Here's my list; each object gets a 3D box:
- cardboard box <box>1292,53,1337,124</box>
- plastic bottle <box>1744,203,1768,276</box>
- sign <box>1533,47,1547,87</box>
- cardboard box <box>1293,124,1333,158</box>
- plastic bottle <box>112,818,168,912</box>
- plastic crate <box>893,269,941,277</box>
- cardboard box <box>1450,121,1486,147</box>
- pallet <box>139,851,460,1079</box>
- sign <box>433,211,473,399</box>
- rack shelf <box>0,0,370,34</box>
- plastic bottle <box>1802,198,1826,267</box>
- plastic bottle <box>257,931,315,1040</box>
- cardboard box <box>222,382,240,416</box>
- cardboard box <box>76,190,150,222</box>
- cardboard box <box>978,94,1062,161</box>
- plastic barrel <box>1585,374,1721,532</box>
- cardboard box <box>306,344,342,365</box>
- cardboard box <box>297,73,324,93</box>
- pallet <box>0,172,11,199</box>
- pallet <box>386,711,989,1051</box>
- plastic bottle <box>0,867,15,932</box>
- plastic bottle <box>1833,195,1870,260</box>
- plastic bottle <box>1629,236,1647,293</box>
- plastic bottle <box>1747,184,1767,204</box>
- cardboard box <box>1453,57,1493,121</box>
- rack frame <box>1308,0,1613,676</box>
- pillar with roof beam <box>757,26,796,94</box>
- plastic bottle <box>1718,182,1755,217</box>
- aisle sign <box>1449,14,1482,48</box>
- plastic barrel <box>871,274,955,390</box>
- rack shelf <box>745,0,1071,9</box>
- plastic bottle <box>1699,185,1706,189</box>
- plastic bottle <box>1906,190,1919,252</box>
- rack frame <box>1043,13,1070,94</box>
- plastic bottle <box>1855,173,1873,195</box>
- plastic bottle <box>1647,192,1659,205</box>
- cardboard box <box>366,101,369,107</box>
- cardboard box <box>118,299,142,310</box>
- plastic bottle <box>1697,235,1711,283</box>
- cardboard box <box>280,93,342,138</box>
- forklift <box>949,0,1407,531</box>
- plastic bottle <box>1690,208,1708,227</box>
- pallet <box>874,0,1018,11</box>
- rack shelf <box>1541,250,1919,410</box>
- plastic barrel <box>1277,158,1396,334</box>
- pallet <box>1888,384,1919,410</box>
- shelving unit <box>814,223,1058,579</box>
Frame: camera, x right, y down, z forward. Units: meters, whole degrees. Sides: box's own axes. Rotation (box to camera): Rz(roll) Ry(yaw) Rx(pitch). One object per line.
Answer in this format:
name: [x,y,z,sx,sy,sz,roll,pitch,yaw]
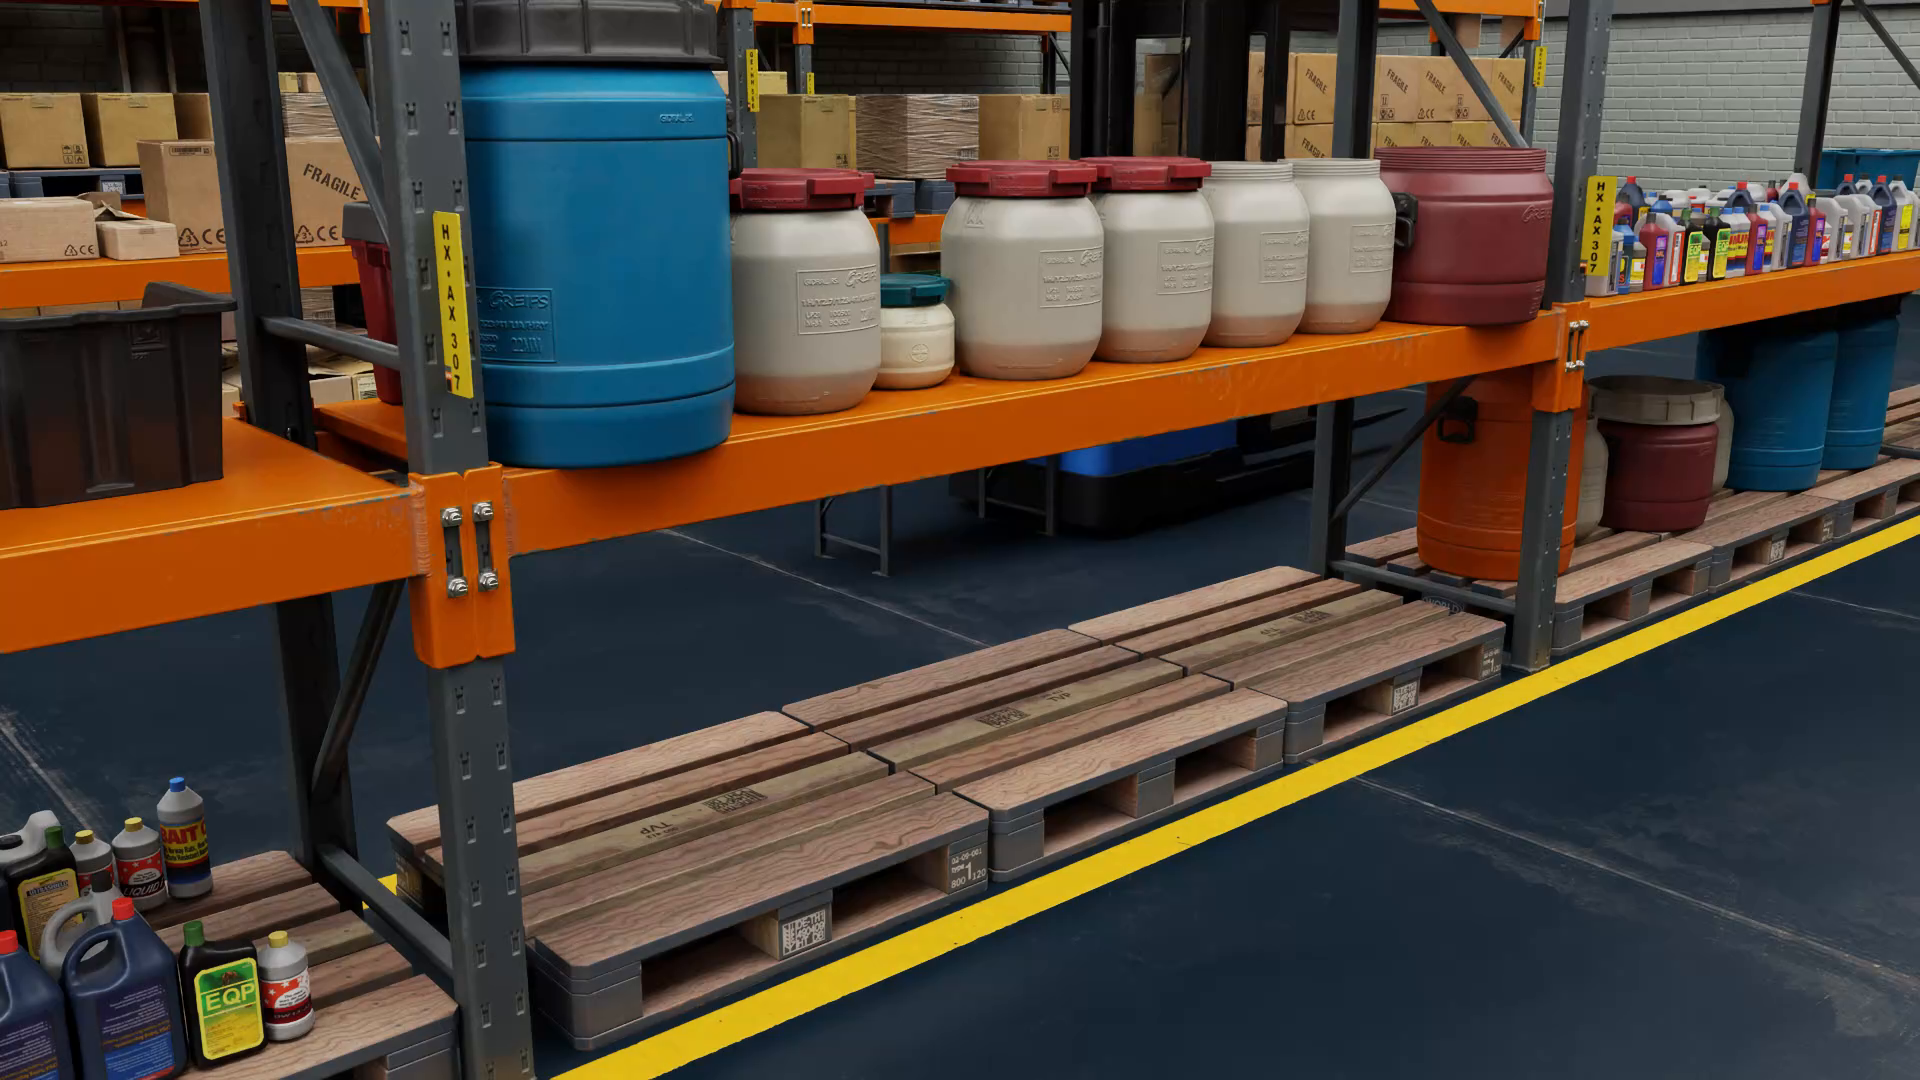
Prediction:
cardboard box: [2.456,-3.359,12.383,0.500,0.500,0.500,-13,20,-41]
plastic bottle: [3.199,-1.214,6.708,0.133,0.283,0.061,-13,19,-39]
sign: [4.894,-3.994,14.033,0.005,0.325,0.100,-13,19,-39]
cardboard box: [2.475,-2.884,12.542,0.500,0.500,0.500,-12,19,-38]
plastic bottle: [-1.864,0.730,3.775,0.097,0.201,0.097,0,15,0]
plastic crate: [-0.131,-0.643,4.755,0.662,0.188,0.450,-13,19,-39]
cardboard box: [3.996,-3.224,13.813,0.500,0.500,0.500,-12,19,-39]
pallet: [-1.793,1.058,3.382,1.213,0.211,1.003,-13,19,-39]
sign: [-0.906,-0.420,2.974,0.005,0.325,0.100,-13,19,-39]
rack shelf: [-6.254,-3.764,11.612,4.000,0.370,1.077,-13,19,-39]
plastic bottle: [3.614,-1.307,7.056,0.133,0.283,0.061,-13,19,-39]
plastic bottle: [-1.328,0.866,3.264,0.097,0.201,0.097,0,15,0]
cardboard box: [-3.652,-0.611,7.652,0.500,0.311,0.500,-13,20,-40]
cardboard box: [-3.965,-1.480,7.739,0.258,0.266,0.396,-13,20,-41]
cardboard box: [0.235,-2.655,10.871,0.700,0.500,0.500,10,18,33]
plastic barrel: [2.968,-0.388,7.250,0.708,0.588,0.600,-13,19,-39]
cardboard box: [-3.243,-0.888,8.689,0.500,0.311,0.500,-13,20,-40]
cardboard box: [-4.986,-3.512,12.781,0.380,0.149,0.250,13,20,40]
pallet: [-7.091,-2.332,11.041,1.213,0.211,1.003,-13,19,-39]
pallet: [-0.692,0.811,4.303,1.213,0.211,1.003,-13,19,-39]
plastic bottle: [-2.046,0.756,3.388,0.185,0.351,0.144,-13,19,-39]
plastic bottle: [3.933,-1.391,7.384,0.135,0.276,0.152,-13,19,-39]
plastic bottle: [2.476,-1.018,6.134,0.097,0.201,0.097,0,15,0]
plastic bottle: [3.900,-1.624,8.259,0.135,0.276,0.152,-13,19,-39]
cardboard box: [4.009,-3.710,13.695,0.500,0.500,0.500,-12,19,-38]
rack frame: [1.758,-1.073,5.954,0.127,3.000,1.000,-13,19,-39]
pillar with roof beam: [1.059,-6.026,12.874,0.400,9.000,9.100,-13,19,-39]
plastic bottle: [3.265,-1.327,7.003,0.185,0.351,0.144,-13,19,-39]
aisle sign: [4.403,-4.718,14.562,0.004,0.787,0.394,-13,19,-39]
plastic barrel: [-0.160,-0.523,4.163,0.301,0.262,0.301,0,15,0]
rack shelf: [0.018,-3.478,10.541,4.000,0.370,1.077,-13,19,-39]
plastic bottle: [3.549,-1.565,8.021,0.133,0.283,0.061,-13,19,-39]
plastic bottle: [4.415,-1.499,7.790,0.135,0.276,0.152,-13,19,-39]
rack frame: [1.290,-4.357,18.248,0.127,3.000,1.000,-13,19,-39]
plastic bottle: [4.203,-1.535,7.781,0.185,0.351,0.144,-13,19,-39]
plastic bottle: [3.198,-1.474,7.704,0.097,0.271,0.097,0,15,0]
cardboard box: [-4.562,-3.335,13.612,0.500,0.500,0.500,-12,19,-39]
cardboard box: [-6.075,-1.720,12.368,0.500,0.500,0.700,-13,20,-40]
plastic bottle: [2.852,-1.103,6.450,0.097,0.201,0.097,0,15,0]
cardboard box: [-5.093,-3.181,12.800,0.700,0.500,0.500,13,20,40]
forklift: [1.337,-1.765,8.679,1.130,2.935,3.031,14,21,43]
plastic bottle: [3.399,-1.433,7.687,0.097,0.201,0.097,0,15,0]
pallet: [-0.184,-5.428,16.617,1.213,0.211,1.003,-13,19,-39]
rack shelf: [3.267,-1.064,7.315,4.000,0.370,1.077,-13,19,-39]
plastic barrel: [1.122,-0.911,5.132,0.421,0.512,0.421,0,15,0]
pallet: [6.226,-0.743,10.123,1.213,0.211,1.003,-13,19,-39]
shelving unit: [-0.098,-0.696,7.450,1.048,1.500,0.538,-14,20,-41]
